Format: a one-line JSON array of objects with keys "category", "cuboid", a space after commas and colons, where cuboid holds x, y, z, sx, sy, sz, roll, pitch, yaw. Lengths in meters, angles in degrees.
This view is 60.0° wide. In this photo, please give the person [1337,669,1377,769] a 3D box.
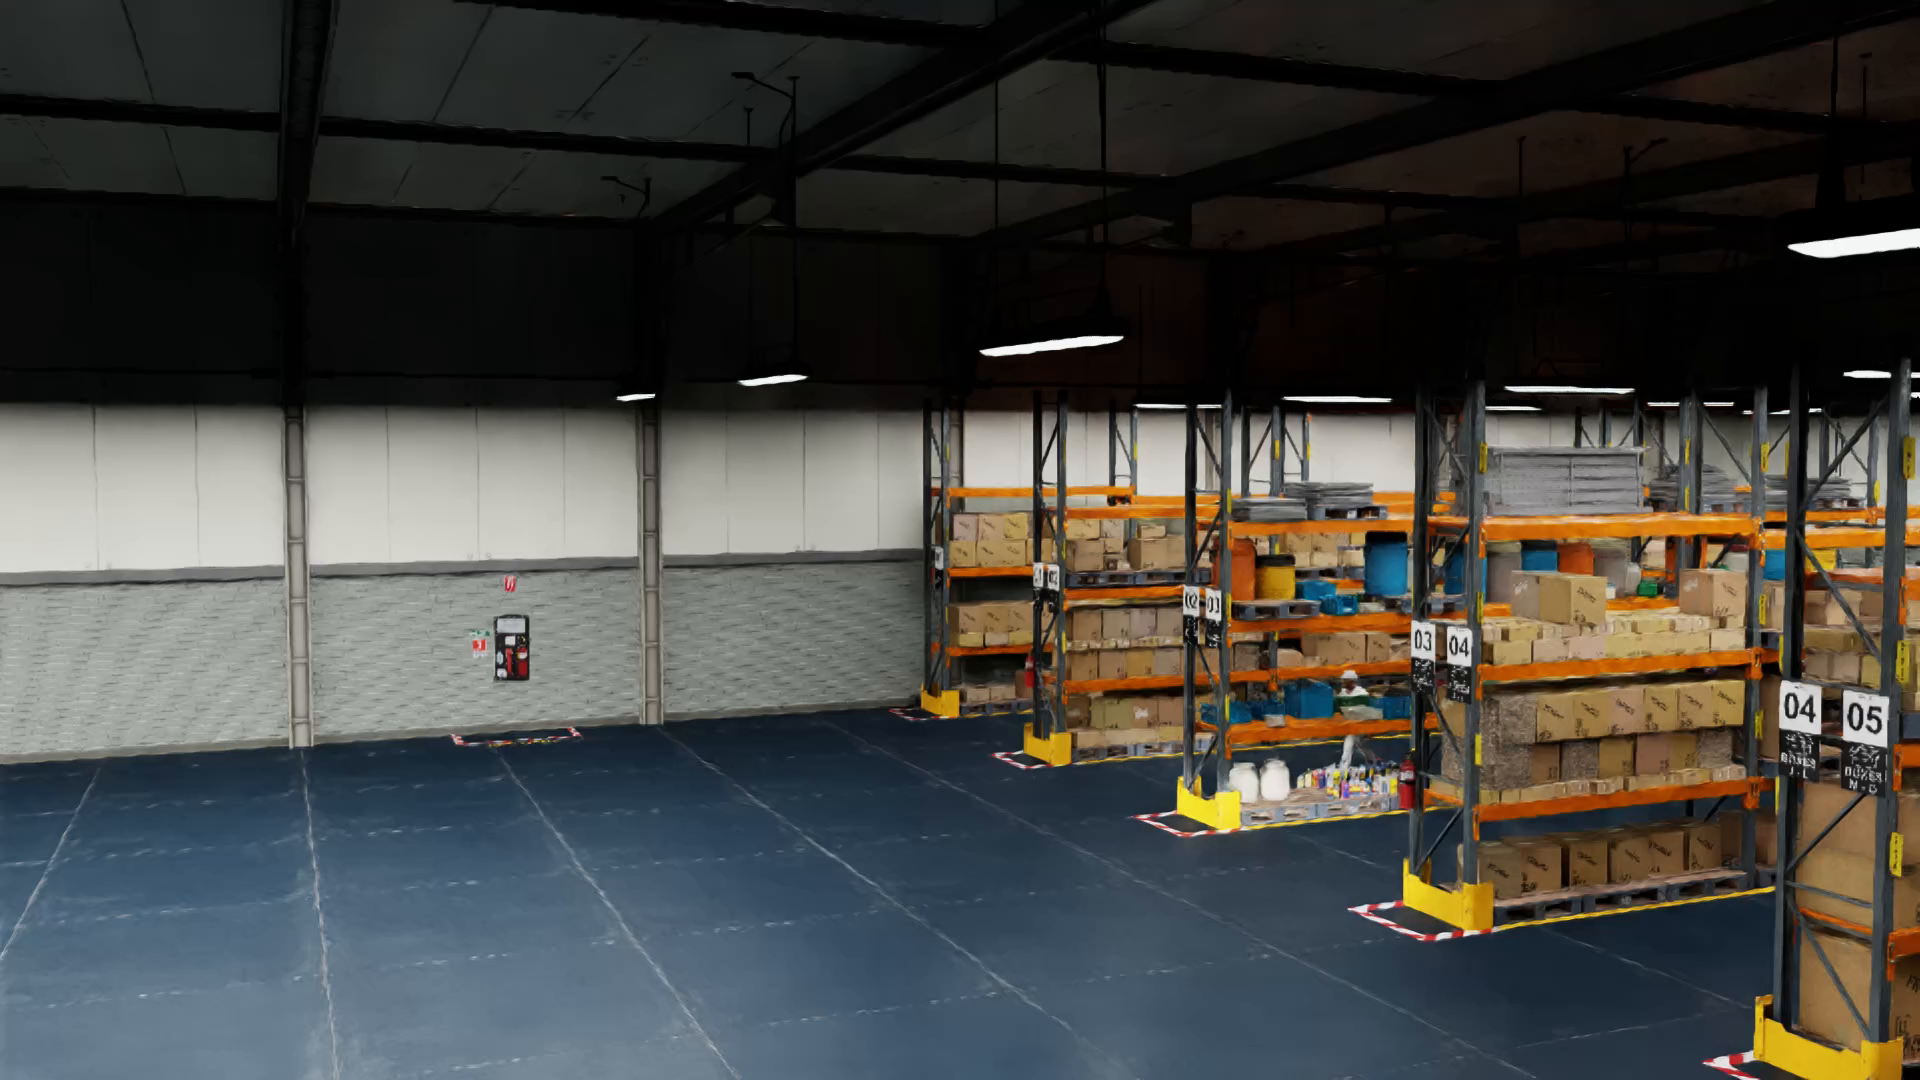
[{"category": "person", "cuboid": [5.988, 2.811, 25.432, 1.121, 1.691, 0.577, -1, 4, -20]}]

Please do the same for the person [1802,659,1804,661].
[{"category": "person", "cuboid": [18.659, 2.174, 36.514, 0.623, 1.661, 0.434, 1, 3, 9]}]
